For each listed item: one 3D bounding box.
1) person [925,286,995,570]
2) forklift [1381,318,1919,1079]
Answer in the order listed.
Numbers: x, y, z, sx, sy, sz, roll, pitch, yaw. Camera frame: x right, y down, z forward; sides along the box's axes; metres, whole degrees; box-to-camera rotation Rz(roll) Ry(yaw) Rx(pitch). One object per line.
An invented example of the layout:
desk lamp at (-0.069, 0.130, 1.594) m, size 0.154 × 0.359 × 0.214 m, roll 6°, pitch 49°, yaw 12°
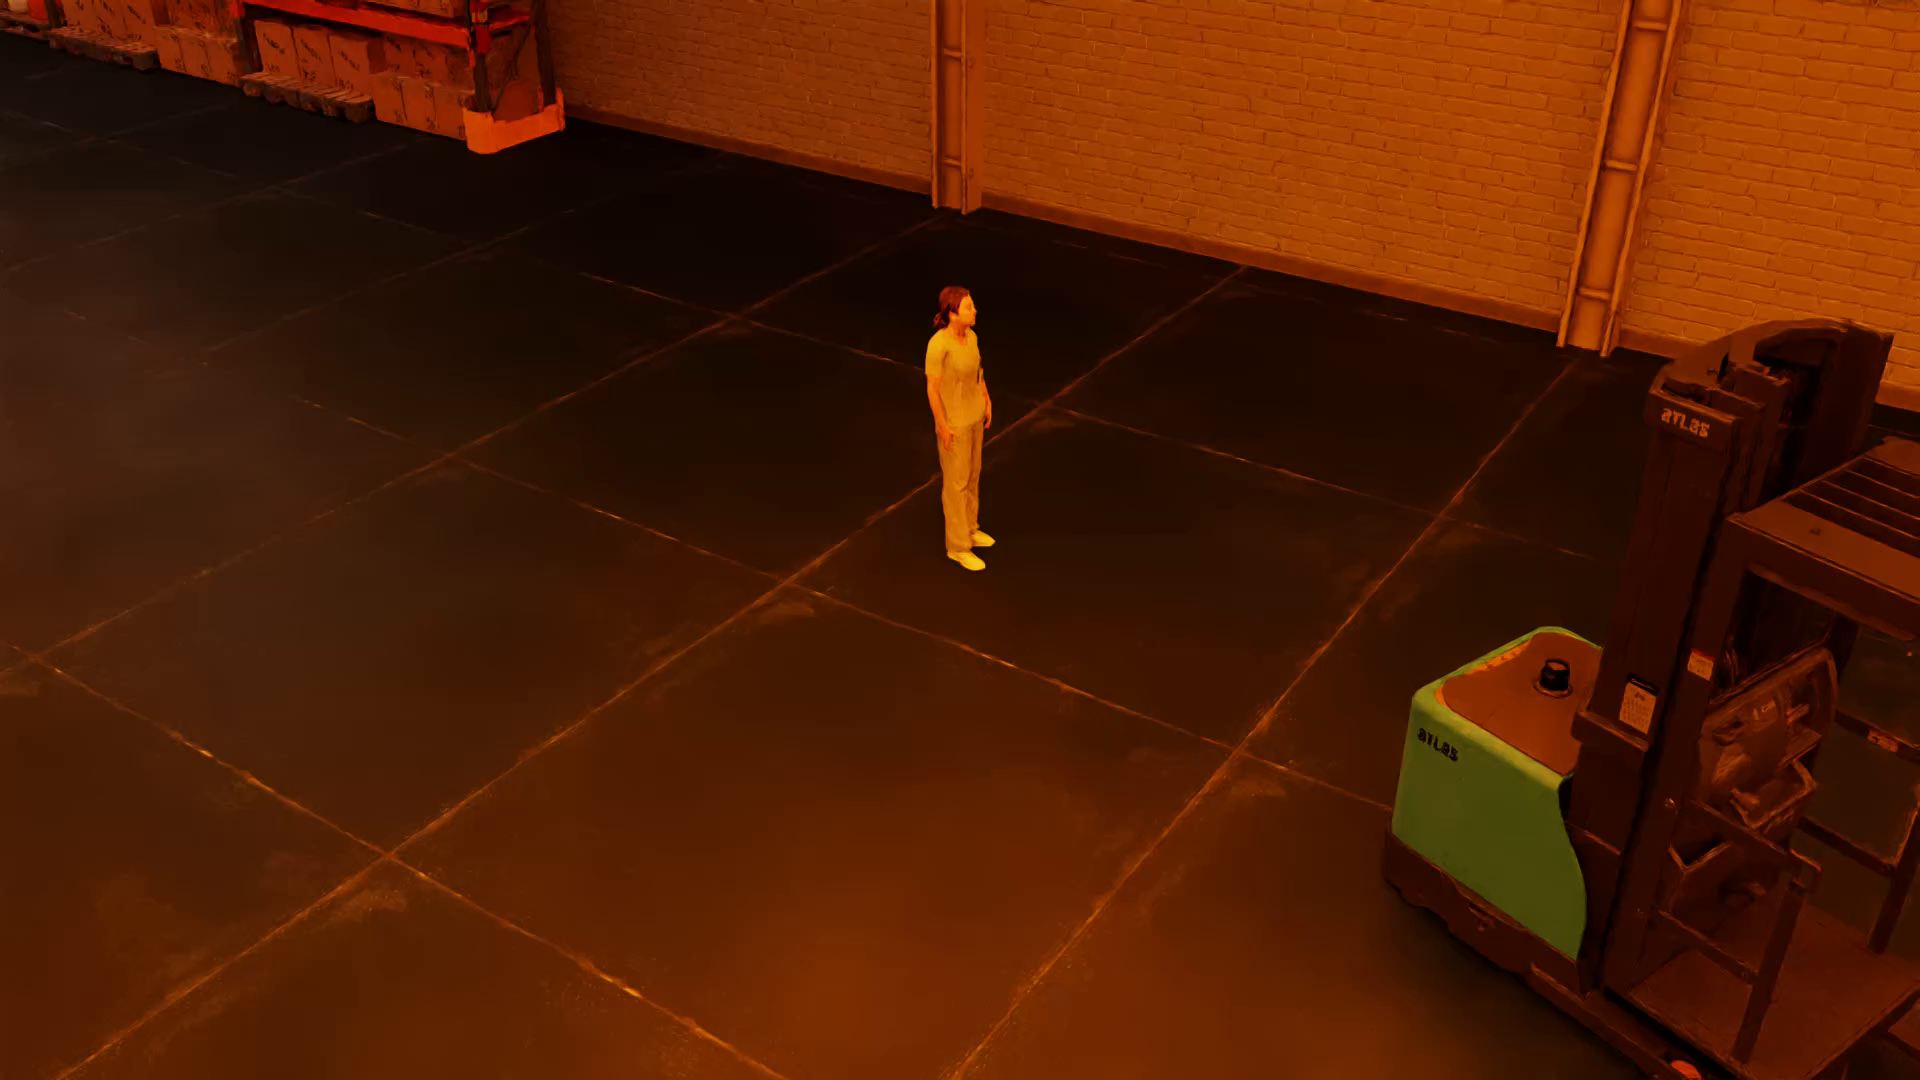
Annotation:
person at (0.054, -0.704, 10.030) m, size 0.548 × 1.674 × 0.550 m, roll 19°, pitch 35°, yaw 29°
forklift at (3.227, 0.776, 6.245) m, size 1.130 × 2.935 × 3.031 m, roll -20°, pitch 36°, yaw -31°
